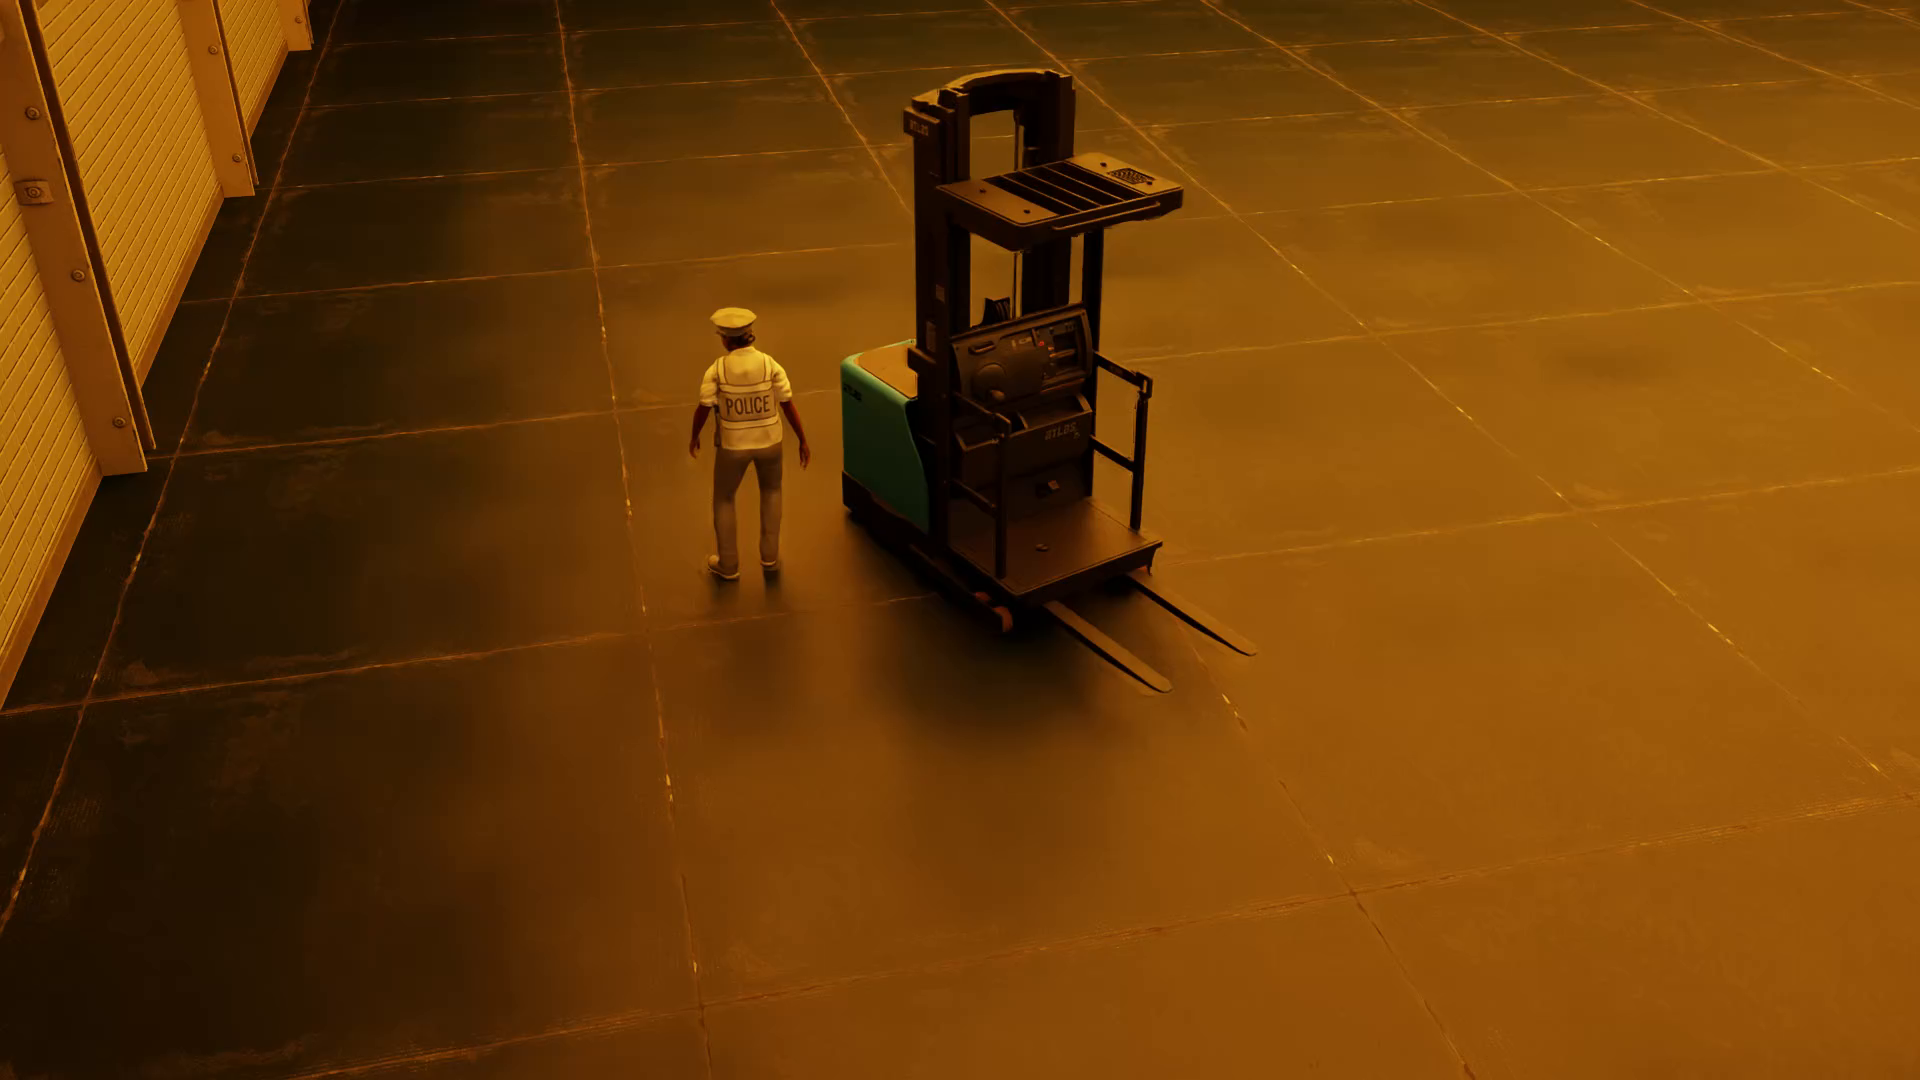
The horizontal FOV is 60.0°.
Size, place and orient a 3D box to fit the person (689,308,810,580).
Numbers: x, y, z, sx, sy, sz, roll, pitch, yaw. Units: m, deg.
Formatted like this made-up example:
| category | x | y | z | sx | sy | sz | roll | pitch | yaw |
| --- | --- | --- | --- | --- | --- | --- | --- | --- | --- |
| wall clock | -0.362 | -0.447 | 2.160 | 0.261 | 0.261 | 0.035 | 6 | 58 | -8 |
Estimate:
| category | x | y | z | sx | sy | sz | roll | pitch | yaw |
| --- | --- | --- | --- | --- | --- | --- | --- | --- | --- |
| person | -1.247 | -0.569 | 9.876 | 0.691 | 1.625 | 0.406 | -8 | 31 | -14 |

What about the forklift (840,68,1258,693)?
| category | x | y | z | sx | sy | sz | roll | pitch | yaw |
| --- | --- | --- | --- | --- | --- | --- | --- | --- | --- |
| forklift | 0.485 | -0.998 | 9.299 | 1.130 | 2.935 | 3.031 | -19 | 35 | -29 |
